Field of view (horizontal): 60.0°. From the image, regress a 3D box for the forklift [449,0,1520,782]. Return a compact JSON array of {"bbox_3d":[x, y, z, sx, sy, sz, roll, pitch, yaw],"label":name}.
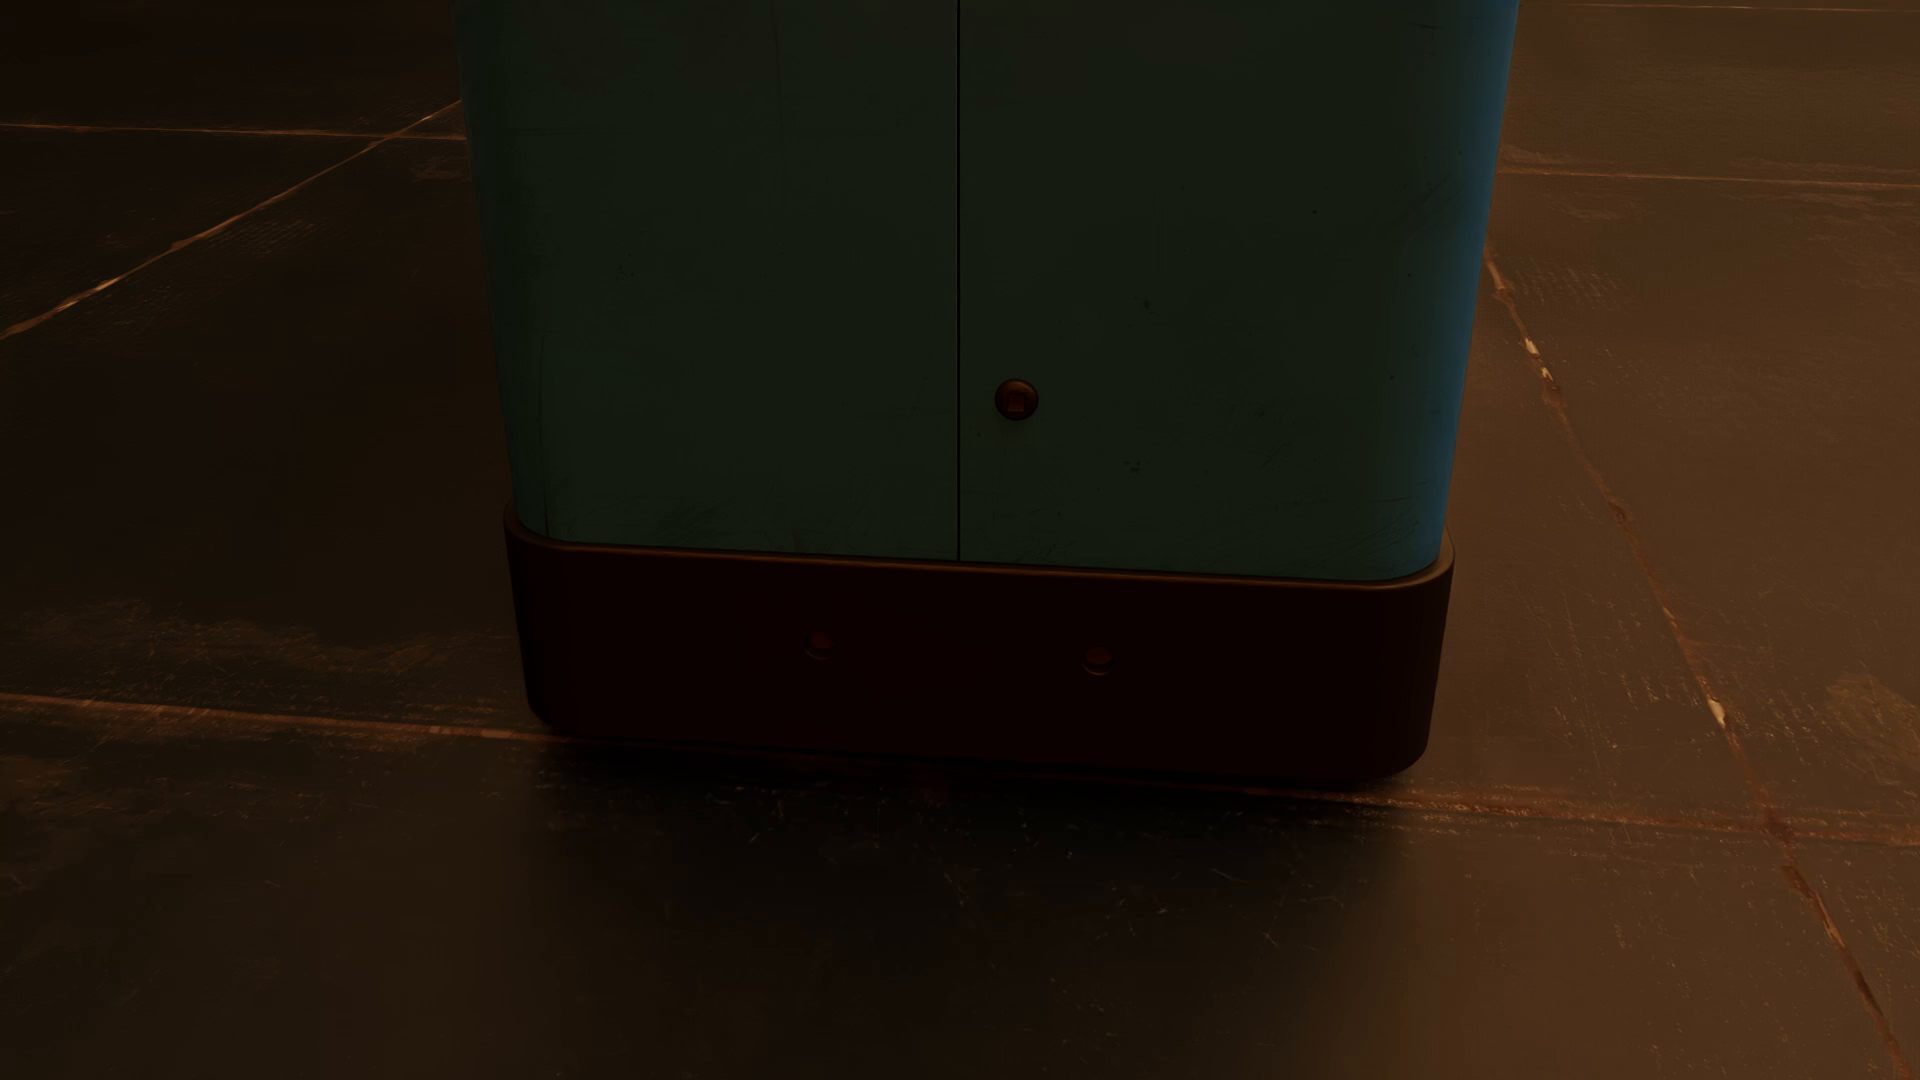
[{"bbox_3d":[0.160,-1.676,2.576,1.130,2.935,3.031,3,27,5],"label":"forklift"}]
